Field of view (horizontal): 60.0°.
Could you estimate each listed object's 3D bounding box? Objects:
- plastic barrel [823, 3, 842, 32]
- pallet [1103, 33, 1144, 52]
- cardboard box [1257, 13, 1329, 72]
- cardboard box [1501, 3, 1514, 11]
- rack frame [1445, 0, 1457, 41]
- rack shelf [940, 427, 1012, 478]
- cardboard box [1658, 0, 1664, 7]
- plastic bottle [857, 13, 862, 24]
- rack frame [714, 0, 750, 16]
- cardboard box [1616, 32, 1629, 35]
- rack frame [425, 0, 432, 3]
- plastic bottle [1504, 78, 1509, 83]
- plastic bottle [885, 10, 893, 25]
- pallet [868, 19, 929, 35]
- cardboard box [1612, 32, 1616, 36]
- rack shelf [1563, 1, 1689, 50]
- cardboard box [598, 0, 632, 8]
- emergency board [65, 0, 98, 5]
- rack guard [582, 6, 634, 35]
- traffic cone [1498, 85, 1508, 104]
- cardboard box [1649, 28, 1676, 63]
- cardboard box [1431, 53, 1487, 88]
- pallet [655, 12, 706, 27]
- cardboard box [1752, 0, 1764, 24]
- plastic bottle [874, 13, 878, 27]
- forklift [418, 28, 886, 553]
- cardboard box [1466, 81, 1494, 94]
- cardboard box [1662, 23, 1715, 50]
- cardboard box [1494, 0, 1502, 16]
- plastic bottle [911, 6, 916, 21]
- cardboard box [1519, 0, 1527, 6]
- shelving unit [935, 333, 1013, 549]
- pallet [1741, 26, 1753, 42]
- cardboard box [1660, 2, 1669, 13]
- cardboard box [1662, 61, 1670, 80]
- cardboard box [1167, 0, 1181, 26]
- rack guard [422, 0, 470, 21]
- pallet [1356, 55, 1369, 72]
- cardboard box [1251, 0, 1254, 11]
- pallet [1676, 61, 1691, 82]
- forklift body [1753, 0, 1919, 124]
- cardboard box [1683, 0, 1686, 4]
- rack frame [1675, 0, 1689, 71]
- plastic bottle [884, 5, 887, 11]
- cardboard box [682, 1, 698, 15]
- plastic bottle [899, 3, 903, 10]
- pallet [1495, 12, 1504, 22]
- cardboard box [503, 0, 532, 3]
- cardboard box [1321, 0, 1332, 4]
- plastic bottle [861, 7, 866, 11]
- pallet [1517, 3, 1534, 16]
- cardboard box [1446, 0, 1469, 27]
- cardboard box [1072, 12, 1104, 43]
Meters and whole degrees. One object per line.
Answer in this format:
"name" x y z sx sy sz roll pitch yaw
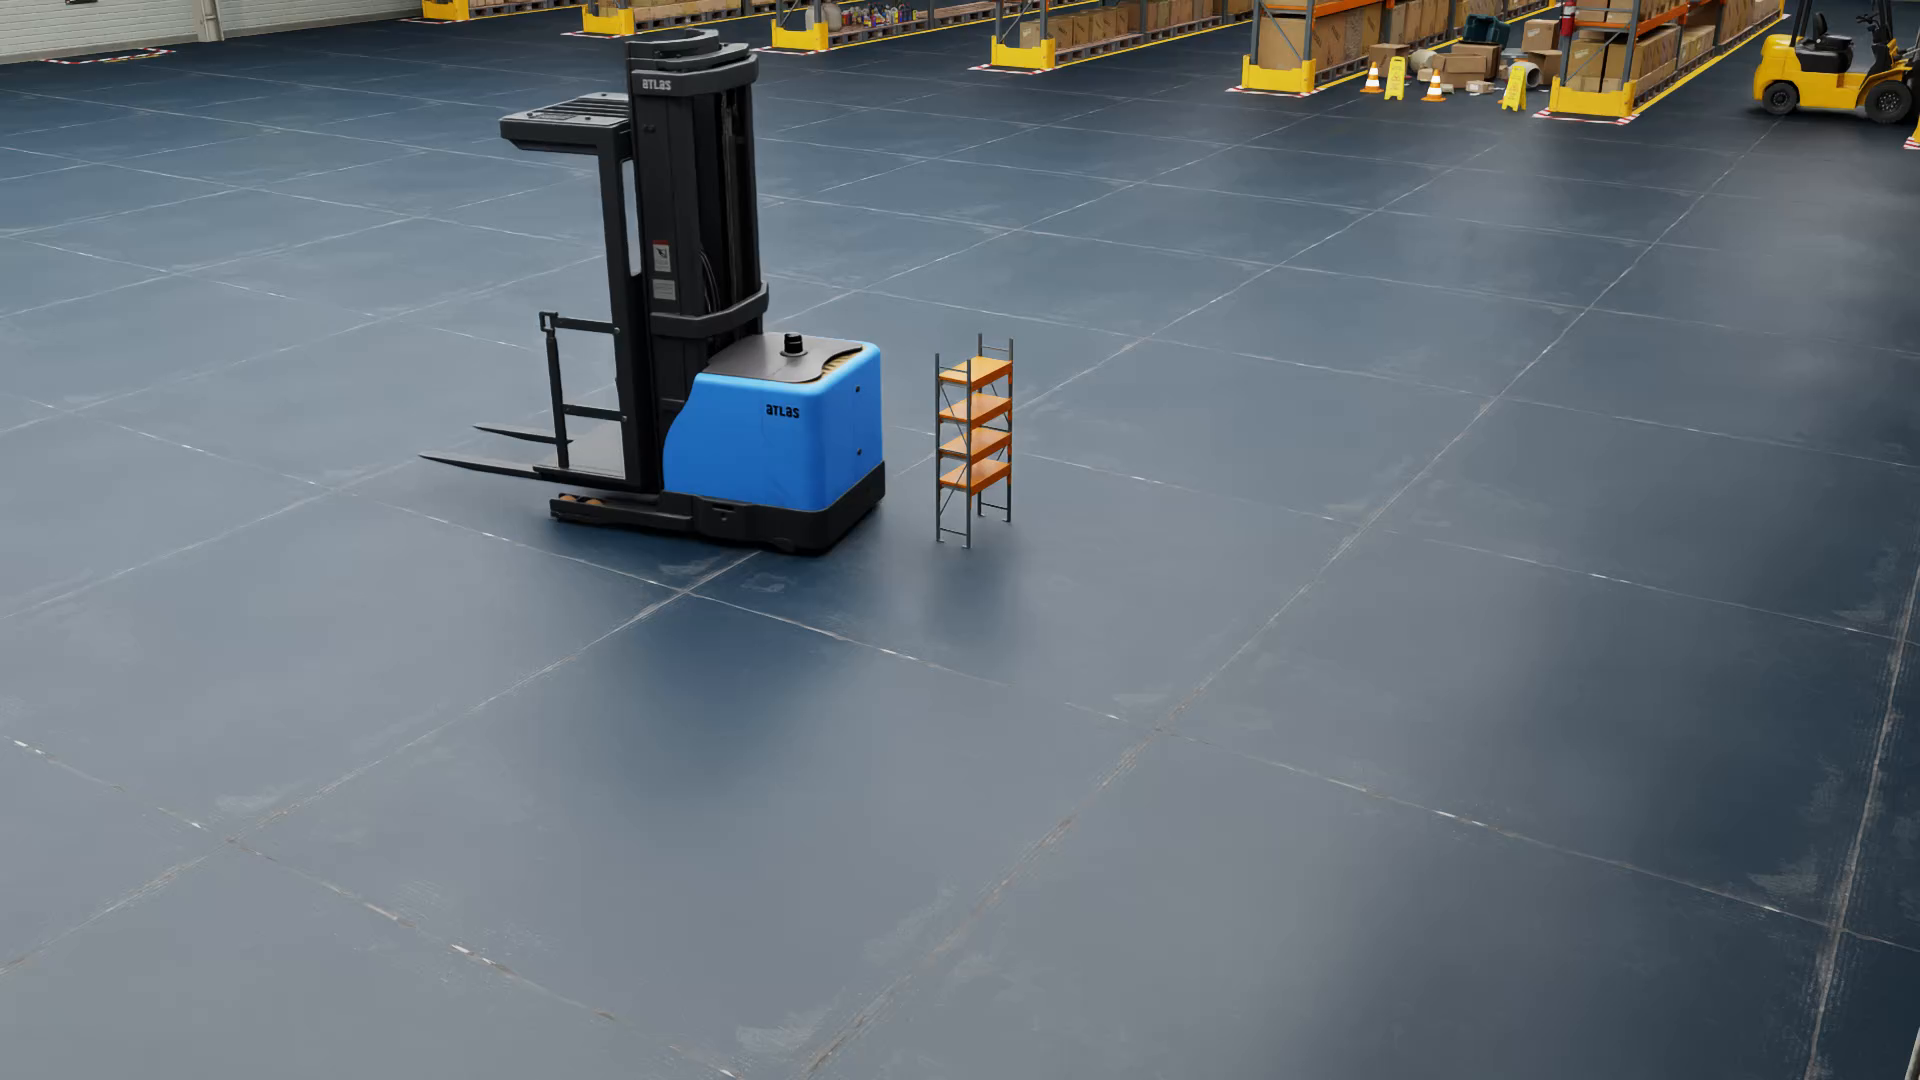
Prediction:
"plastic barrel" -2.567 -10.408 33.120 0.421 0.512 0.421 0 23 0
"pallet" 2.880 -9.748 32.502 1.003 0.211 1.213 14 27 29
"cardboard box" 5.556 -8.299 27.790 0.875 0.875 0.875 14 27 29
"cardboard box" 12.049 -11.828 36.858 0.380 0.149 0.250 13 26 27
"rack frame" 9.474 -11.538 33.128 1.000 3.000 0.127 14 27 29
"rack shelf" 0.087 -0.545 10.167 0.258 0.148 0.480 14 27 29
"cardboard box" 10.537 -8.467 25.532 0.500 0.500 0.500 13 27 28
"plastic bottle" -2.079 -10.752 34.279 0.097 0.201 0.097 0 23 0
"rack frame" -5.210 -13.339 37.287 1.000 3.000 0.127 14 27 29
"cardboard box" 10.535 -7.960 26.850 0.500 0.500 0.500 15 28 32
"rack frame" -11.531 -13.026 36.564 1.000 3.000 0.127 14 27 29
"plastic bottle" 9.349 -7.794 28.177 0.133 0.061 0.283 20 30 38
"plastic bottle" -1.459 -10.746 34.172 0.152 0.276 0.135 14 27 30
"pallet" -1.394 -10.802 34.937 1.003 0.211 1.213 14 27 29
"cardboard box" 10.126 -8.044 26.227 0.380 0.149 0.250 15 28 31
"rack shelf" 10.568 -8.180 26.275 1.077 0.370 4.000 14 27 29
"cardboard box" -7.290 -11.507 35.045 0.500 0.500 0.500 14 27 29
"emergency board" -16.417 -10.593 30.944 0.157 1.169 0.626 14 27 29
"rack guard" -7.333 -10.834 34.647 1.175 0.500 0.348 14 27 29
"traffic cone" 8.644 -7.086 26.037 0.336 0.463 0.334 14 27 29
"cardboard box" 11.272 -8.032 27.017 0.500 0.500 0.500 14 27 30
"cardboard box" 8.289 -7.813 27.664 0.797 0.503 0.637 -3 24 -7
"pallet" -6.308 -11.386 36.287 1.003 0.211 1.213 14 27 29
"cardboard box" 16.265 -11.092 34.792 0.875 0.438 0.875 13 27 28
"plastic bottle" -1.712 -10.562 33.753 0.097 0.271 0.097 0 23 0
"forklift" -2.053 -1.617 10.297 3.031 2.935 1.130 8 25 19
"cardboard box" 8.488 -7.392 27.139 0.250 0.149 0.380 -12 26 -26
"cardboard box" 13.426 -9.333 30.813 0.950 0.372 0.625 12 26 25
"cardboard box" 11.408 -11.631 35.960 0.500 0.500 0.500 13 27 28
"plastic bottle" -0.977 -11.024 34.804 0.061 0.283 0.133 15 28 32
"cardboard box" 12.699 -12.275 37.889 0.380 0.149 0.250 13 27 28
"shelving unit" 0.087 -0.606 10.141 0.258 1.200 0.503 14 27 29
"pallet" 15.500 -10.329 33.845 1.003 0.211 1.213 14 27 29
"cardboard box" 10.914 -8.379 26.147 0.380 0.149 0.250 14 27 29
"cardboard box" 11.267 -7.678 27.143 0.500 0.250 0.500 13 27 28
"cardboard box" 4.108 -10.865 34.166 0.700 0.500 0.500 11 26 24
"rack guard" -11.490 -11.904 37.120 1.175 0.500 0.348 14 27 29
"pallet" 6.897 -8.668 30.008 1.003 0.211 1.213 14 27 29
"cardboard box" 6.172 -12.357 37.165 1.225 0.875 0.875 14 27 29
"pallet" 12.032 -8.169 28.853 1.003 0.211 1.213 14 27 29
"forklift body" 13.182 -7.429 24.703 2.313 2.155 1.214 14 27 29
"cardboard box" 11.712 -8.898 27.343 0.380 0.149 0.250 14 27 28
"rack frame" 11.623 -9.185 27.692 1.000 3.000 0.127 14 27 29
"plastic bottle" -1.601 -11.103 34.986 0.061 0.283 0.133 14 27 29
"cardboard box" -6.056 -11.560 36.111 0.500 0.250 0.500 14 27 29
"plastic bottle" -1.221 -11.039 34.754 0.144 0.351 0.185 14 27 29
"pallet" 11.175 -11.346 36.193 1.003 0.211 1.213 14 27 29
"cardboard box" -10.359 -12.725 38.461 0.700 0.500 0.500 12 26 26
"cardboard box" 5.683 -9.232 27.611 0.875 0.550 0.550 14 27 29
"plastic bottle" -2.004 -10.959 34.655 0.061 0.283 0.133 15 28 31
"pallet" 12.551 -12.256 38.296 1.003 0.211 1.213 14 27 29
"cardboard box" 10.064 -10.769 33.969 0.500 0.500 0.500 13 26 27
"cardboard box" 2.402 -9.760 31.637 0.500 0.500 0.500 11 26 24
